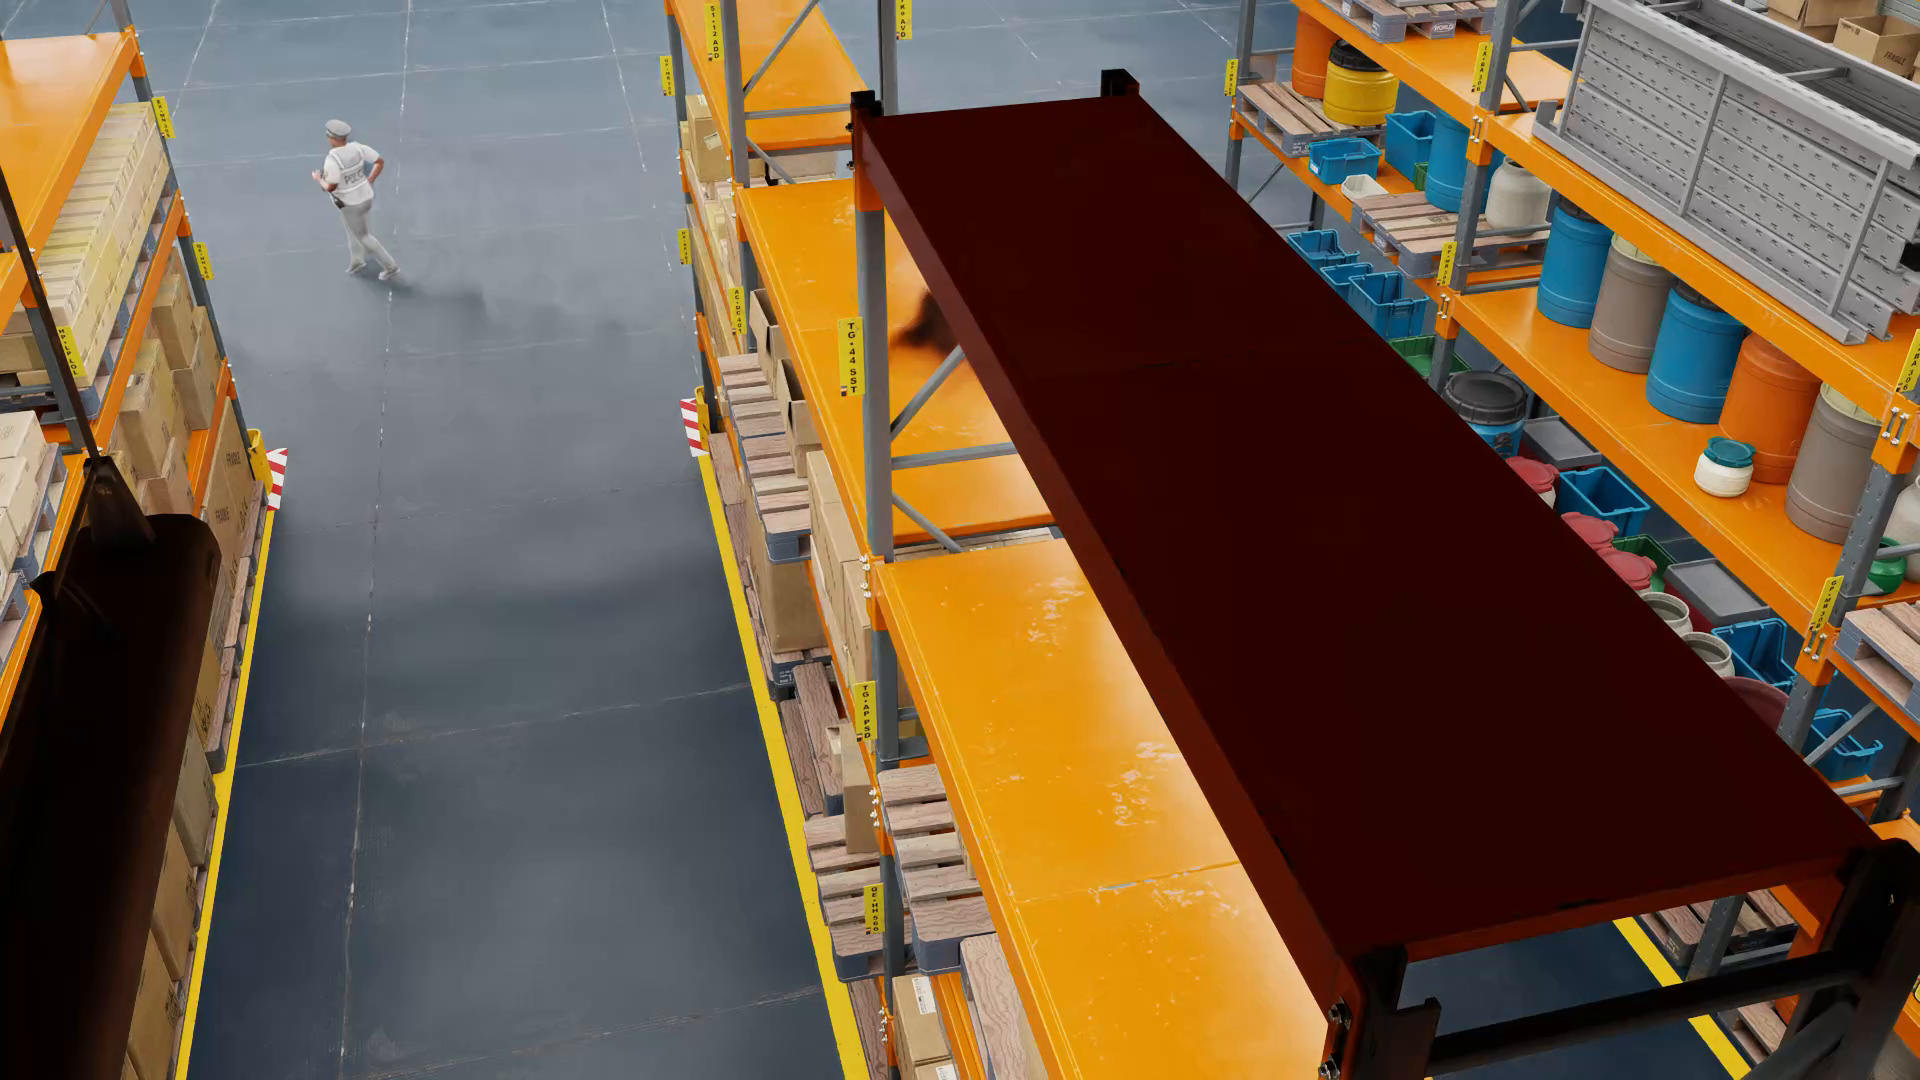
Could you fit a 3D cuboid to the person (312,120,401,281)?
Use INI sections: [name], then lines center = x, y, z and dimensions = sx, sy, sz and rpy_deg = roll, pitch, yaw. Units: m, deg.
[person]
center = -6.477, -3.585, 17.766
dimensions = 0.799, 1.844, 0.647
rpy_deg = 10, 36, 14
